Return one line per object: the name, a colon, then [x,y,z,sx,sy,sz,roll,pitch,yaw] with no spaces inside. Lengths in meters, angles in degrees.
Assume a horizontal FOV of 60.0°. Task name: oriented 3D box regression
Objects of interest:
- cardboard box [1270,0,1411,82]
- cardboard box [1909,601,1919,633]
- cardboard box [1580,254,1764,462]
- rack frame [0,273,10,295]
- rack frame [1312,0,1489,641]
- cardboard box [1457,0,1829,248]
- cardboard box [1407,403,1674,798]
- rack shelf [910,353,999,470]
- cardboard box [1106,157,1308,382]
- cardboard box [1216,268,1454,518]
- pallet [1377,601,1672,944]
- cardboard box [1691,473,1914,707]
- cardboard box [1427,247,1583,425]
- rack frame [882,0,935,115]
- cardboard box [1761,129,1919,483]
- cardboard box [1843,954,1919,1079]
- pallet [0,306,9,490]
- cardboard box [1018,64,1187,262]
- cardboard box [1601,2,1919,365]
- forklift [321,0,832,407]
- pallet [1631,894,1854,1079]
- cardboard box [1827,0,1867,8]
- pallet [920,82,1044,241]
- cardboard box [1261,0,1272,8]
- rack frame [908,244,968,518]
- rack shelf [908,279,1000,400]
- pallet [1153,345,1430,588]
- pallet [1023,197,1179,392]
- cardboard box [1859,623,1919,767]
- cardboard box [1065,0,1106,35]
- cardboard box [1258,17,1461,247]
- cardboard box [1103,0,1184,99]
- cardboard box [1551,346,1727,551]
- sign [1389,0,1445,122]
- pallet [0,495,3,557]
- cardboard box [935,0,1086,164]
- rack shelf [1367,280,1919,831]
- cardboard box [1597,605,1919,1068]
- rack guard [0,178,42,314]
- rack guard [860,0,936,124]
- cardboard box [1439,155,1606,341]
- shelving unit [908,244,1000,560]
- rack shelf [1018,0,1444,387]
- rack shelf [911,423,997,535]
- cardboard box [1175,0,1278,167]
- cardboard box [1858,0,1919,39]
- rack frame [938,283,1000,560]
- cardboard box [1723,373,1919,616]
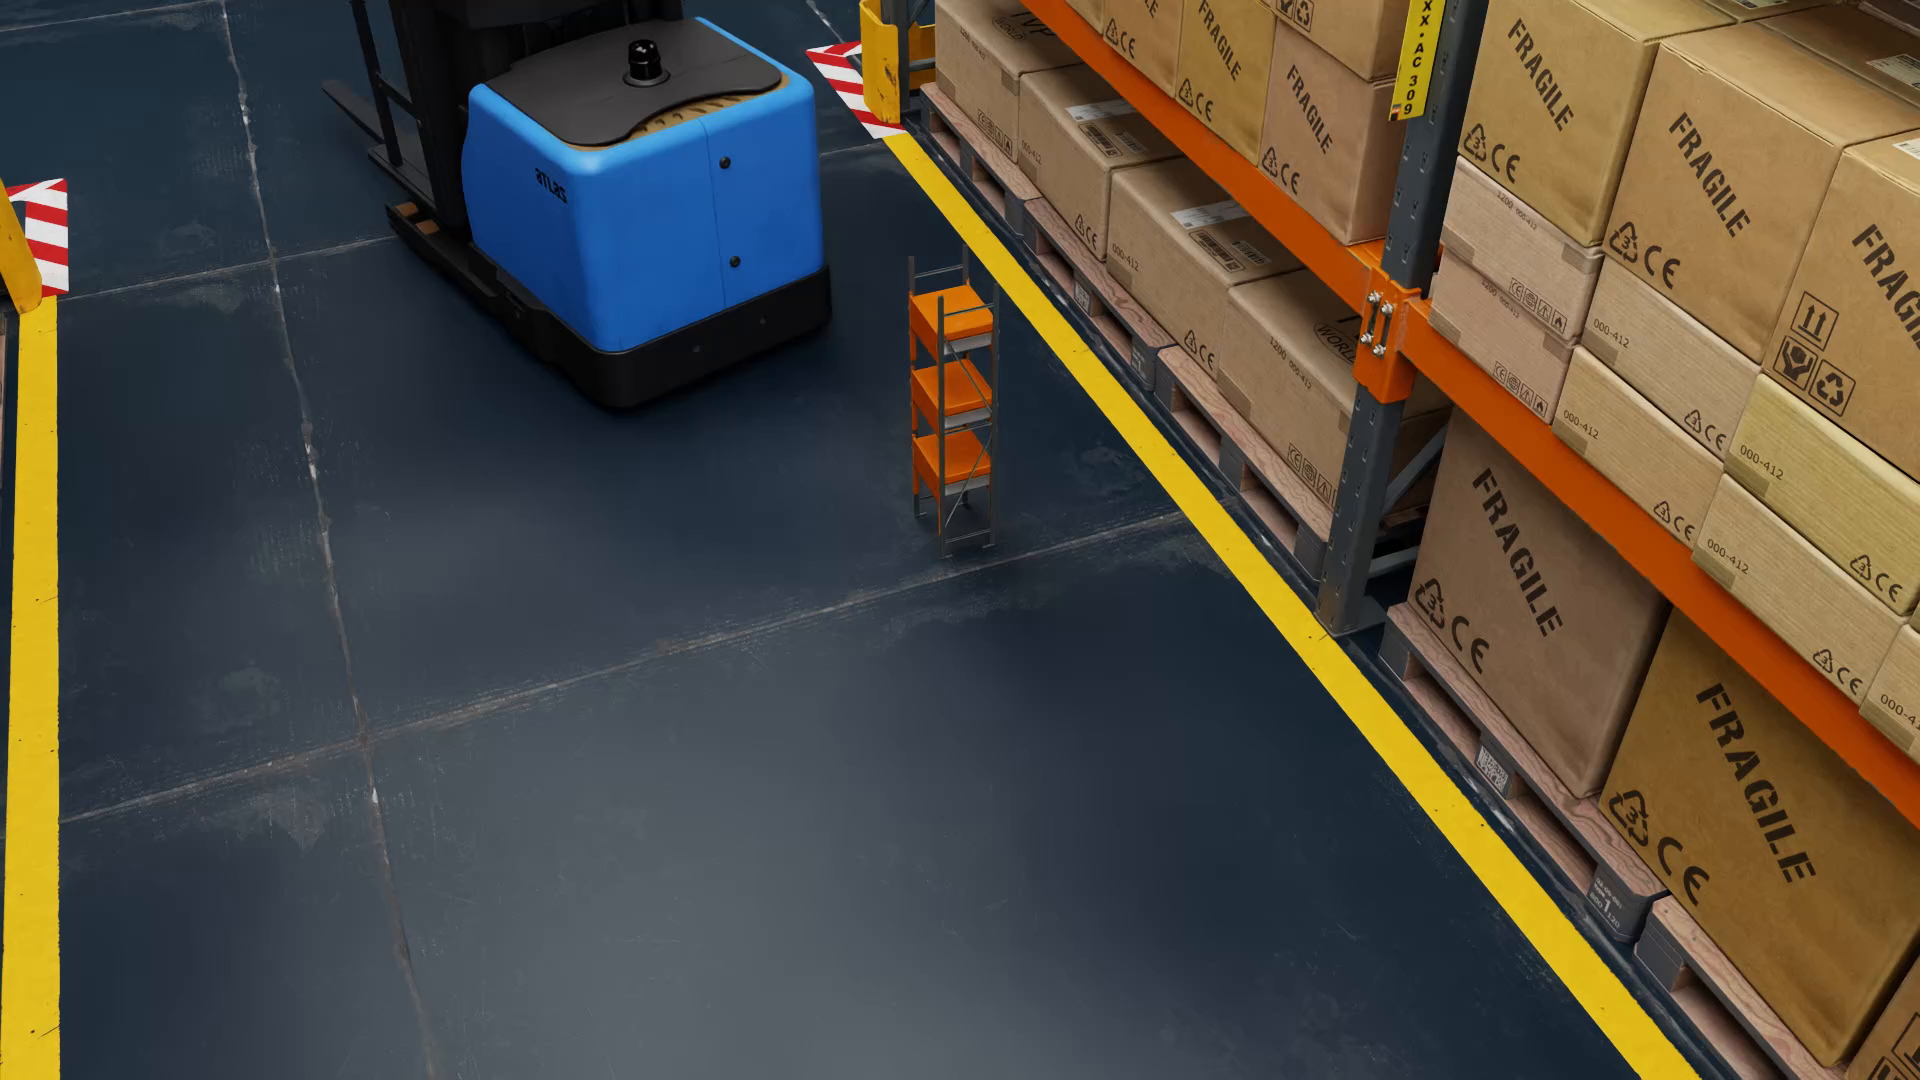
cardboard box: [1.208,-1.607,4.475,0.500,0.500,0.500,-15,43,-17]
cardboard box: [2.141,0.149,3.007,0.500,0.250,0.500,-16,43,-18]
cardboard box: [1.777,-0.465,3.722,0.500,0.250,0.500,-14,43,-16]
rack frame: [-4.422,-2.089,5.879,1.000,3.000,0.127,-15,43,-17]
rack frame: [1.643,-0.975,4.583,1.000,3.000,0.127,-15,43,-17]
cardboard box: [1.546,-1.055,3.833,0.500,0.500,0.500,-15,43,-16]
cardboard box: [1.955,0.025,4.728,0.875,0.875,0.875,-14,43,-16]
rack shelf: [-0.020,-0.422,5.452,0.215,0.259,0.240,-15,43,-17]
cardboard box: [1.159,-1.107,6.380,0.875,0.438,0.875,-16,43,-18]
cardboard box: [1.502,-0.568,5.753,0.875,0.438,0.875,-16,43,-17]
pallet: [2.008,0.528,4.974,1.003,0.211,1.213,-15,43,-17]
cardboard box: [1.949,0.037,3.522,0.500,0.250,0.500,-15,43,-17]
cardboard box: [1.568,-0.587,4.247,0.500,0.250,0.500,-16,43,-18]
rack frame: [0.113,-3.385,7.385,1.000,3.000,0.127,-15,43,-17]
cardboard box: [1.956,-0.453,3.133,0.500,0.500,0.500,-16,43,-18]
cardboard box: [2.649,1.106,3.471,0.875,0.875,0.875,-15,43,-16]
pallet: [-4.114,-0.488,6.155,1.003,0.211,1.213,-15,43,-17]
cardboard box: [0.816,-1.651,7.012,0.875,0.438,0.875,-14,43,-16]
cardboard box: [1.766,-0.756,3.485,0.500,0.500,0.500,-15,43,-17]
forklift: [-1.838,-2.504,6.414,1.130,2.935,3.031,-28,48,-29]
pallet: [2.479,1.264,4.118,1.003,0.211,1.213,-15,43,-17]
cardboard box: [2.046,-1.186,3.985,0.500,0.500,0.500,-14,43,-15]
pallet: [0.491,-1.865,7.757,1.003,0.211,1.213,-15,43,-17]
cardboard box: [1.021,-1.915,4.833,0.500,0.500,0.500,-16,43,-17]
rack frame: [-0.067,-0.504,5.531,0.200,1.050,0.008,-15,43,-17]
rack shelf: [-0.020,-0.637,5.267,0.215,0.259,0.240,-15,43,-17]
pallet: [1.425,-0.395,6.048,1.003,0.211,1.213,-15,43,-17]
pallet: [0.954,-1.131,6.904,1.003,0.211,1.213,-15,43,-17]
cardboard box: [2.131,0.340,3.169,0.500,0.250,0.500,-16,43,-18]
cardboard box: [0.636,-2.156,5.879,0.500,0.500,0.500,-14,43,-15]
cardboard box: [1.230,-1.229,4.801,0.500,0.500,0.500,-15,43,-16]
cardboard box: [0.822,-1.836,5.508,0.500,0.500,0.500,-16,43,-17]
cardboard box: [1.767,-0.276,3.885,0.500,0.250,0.500,-16,43,-18]
sign: [1.131,-1.194,4.113,0.100,0.325,0.005,-15,43,-17]
pallet: [-3.652,0.246,5.302,1.003,0.211,1.213,-15,43,-17]
cardboard box: [0.458,-2.200,7.651,0.875,0.438,0.875,-17,43,-18]
rack shelf: [2.409,0.502,3.417,1.077,0.370,4.000,-15,43,-17]
cardboard box: [2.307,0.567,4.098,0.875,0.875,0.875,-14,43,-16]
rack guard: [-4.393,-1.095,6.640,1.175,0.500,0.348,-15,43,-17]
rack guard: [0.104,-2.451,8.217,1.175,0.500,0.348,-15,43,-17]
cardboard box: [1.551,-0.772,4.079,0.500,0.250,0.500,-16,43,-18]
shelving unit: [-0.020,-0.430,5.445,0.215,1.050,0.252,-15,43,-17]
rack shelf: [0.878,-1.907,6.219,1.077,0.370,4.000,-15,43,-17]
rack shelf: [-0.020,-0.212,5.633,0.215,0.259,0.240,-15,43,-17]
cardboard box: [1.028,-1.537,5.160,0.500,0.500,0.500,-16,43,-18]
cardboard box: [2.251,-0.876,3.624,0.500,0.500,0.500,-14,43,-16]
rack frame: [0.026,-0.357,5.360,0.200,1.050,0.008,-15,43,-17]
cardboard box: [1.945,-0.155,3.361,0.500,0.250,0.500,-15,43,-16]
